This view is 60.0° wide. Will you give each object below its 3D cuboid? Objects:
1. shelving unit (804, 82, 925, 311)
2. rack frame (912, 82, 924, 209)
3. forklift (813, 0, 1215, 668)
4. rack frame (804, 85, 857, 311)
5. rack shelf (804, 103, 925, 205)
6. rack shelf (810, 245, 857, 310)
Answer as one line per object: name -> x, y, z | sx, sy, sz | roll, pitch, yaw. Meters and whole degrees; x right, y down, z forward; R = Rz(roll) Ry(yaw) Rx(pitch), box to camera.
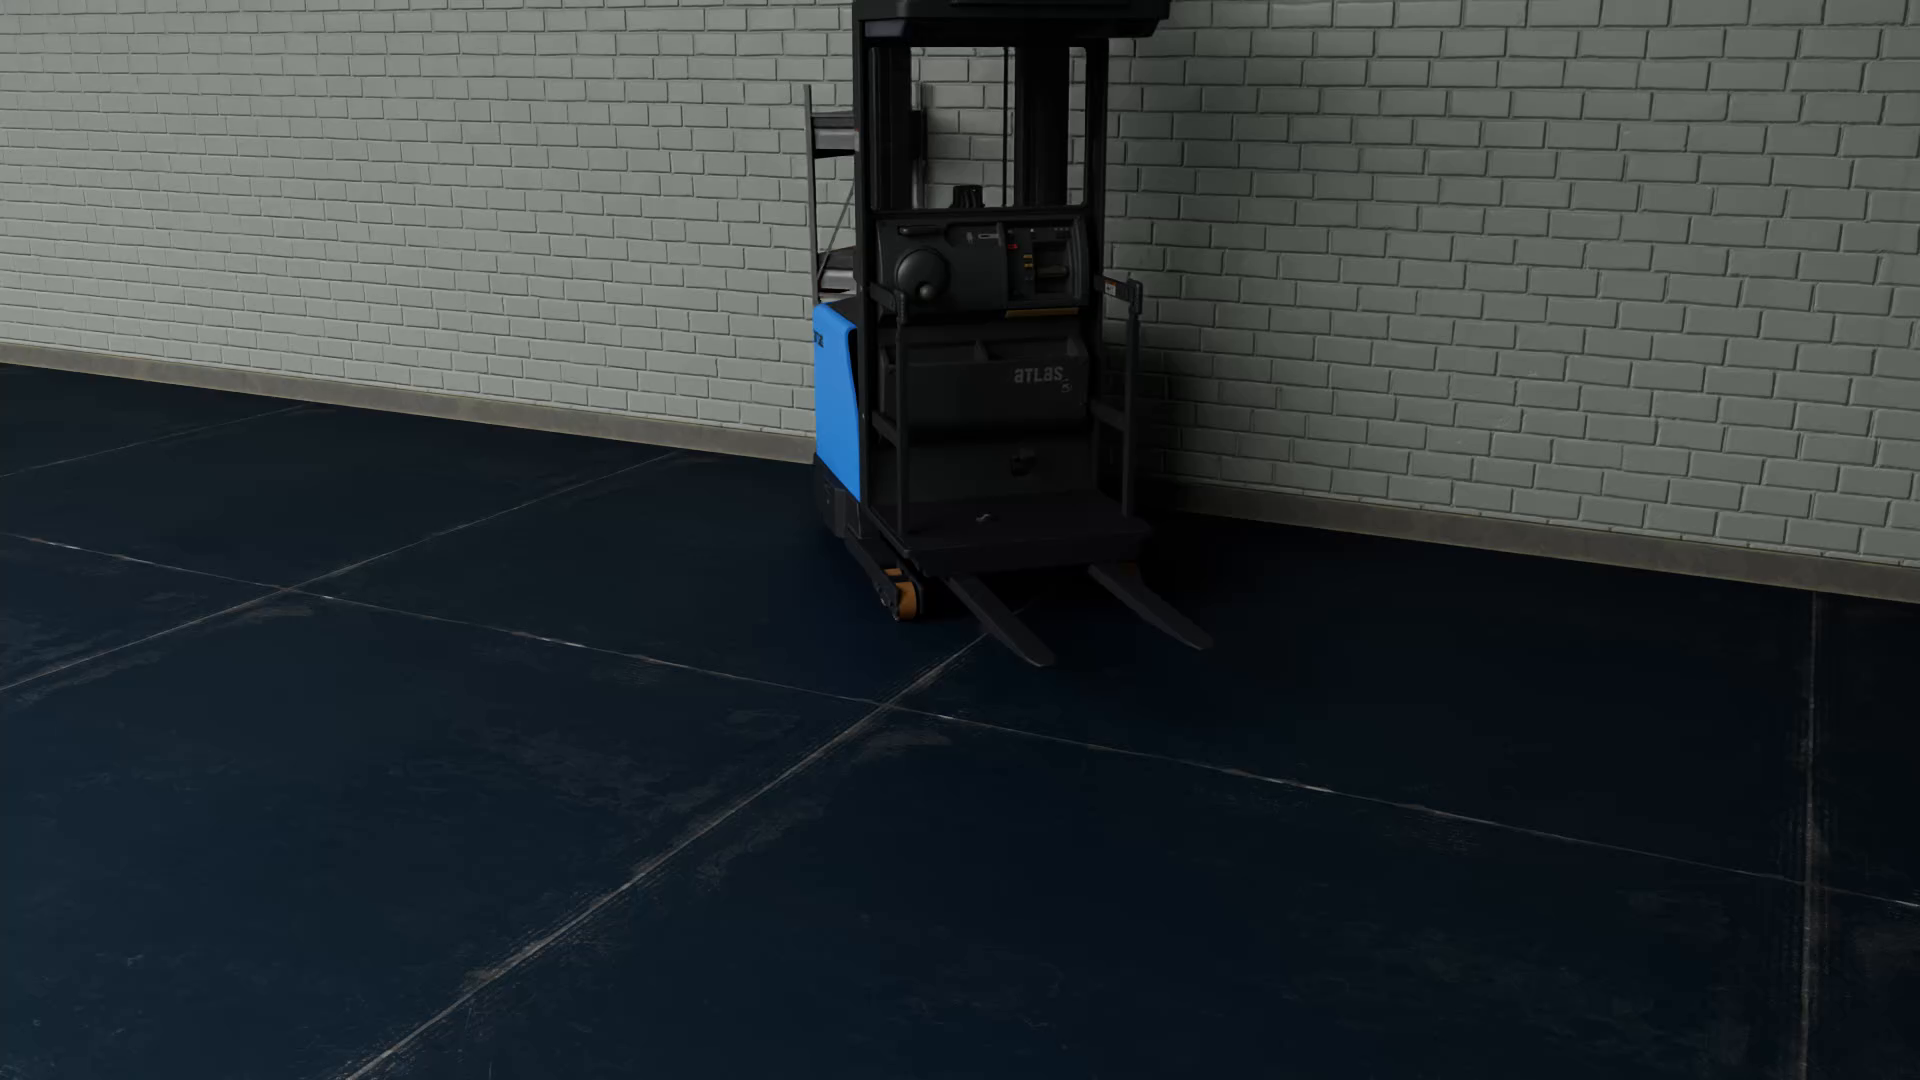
shelving unit -> -0.472, -1.304, 8.711 | 0.431, 2.100, 0.503 | 7, 18, 26
rack frame -> -0.362, -1.367, 8.920 | 0.400, 2.100, 0.015 | 7, 18, 26
forklift -> 0.166, -1.194, 6.896 | 1.130, 2.935, 3.031 | -5, 17, -16
rack frame -> -0.581, -1.241, 8.502 | 0.400, 2.100, 0.015 | 7, 18, 26
rack shelf -> -0.483, -1.963, 8.519 | 0.431, 0.518, 0.480 | 7, 18, 26
rack shelf -> -0.471, -1.291, 8.715 | 0.431, 0.518, 0.480 | 7, 18, 26
